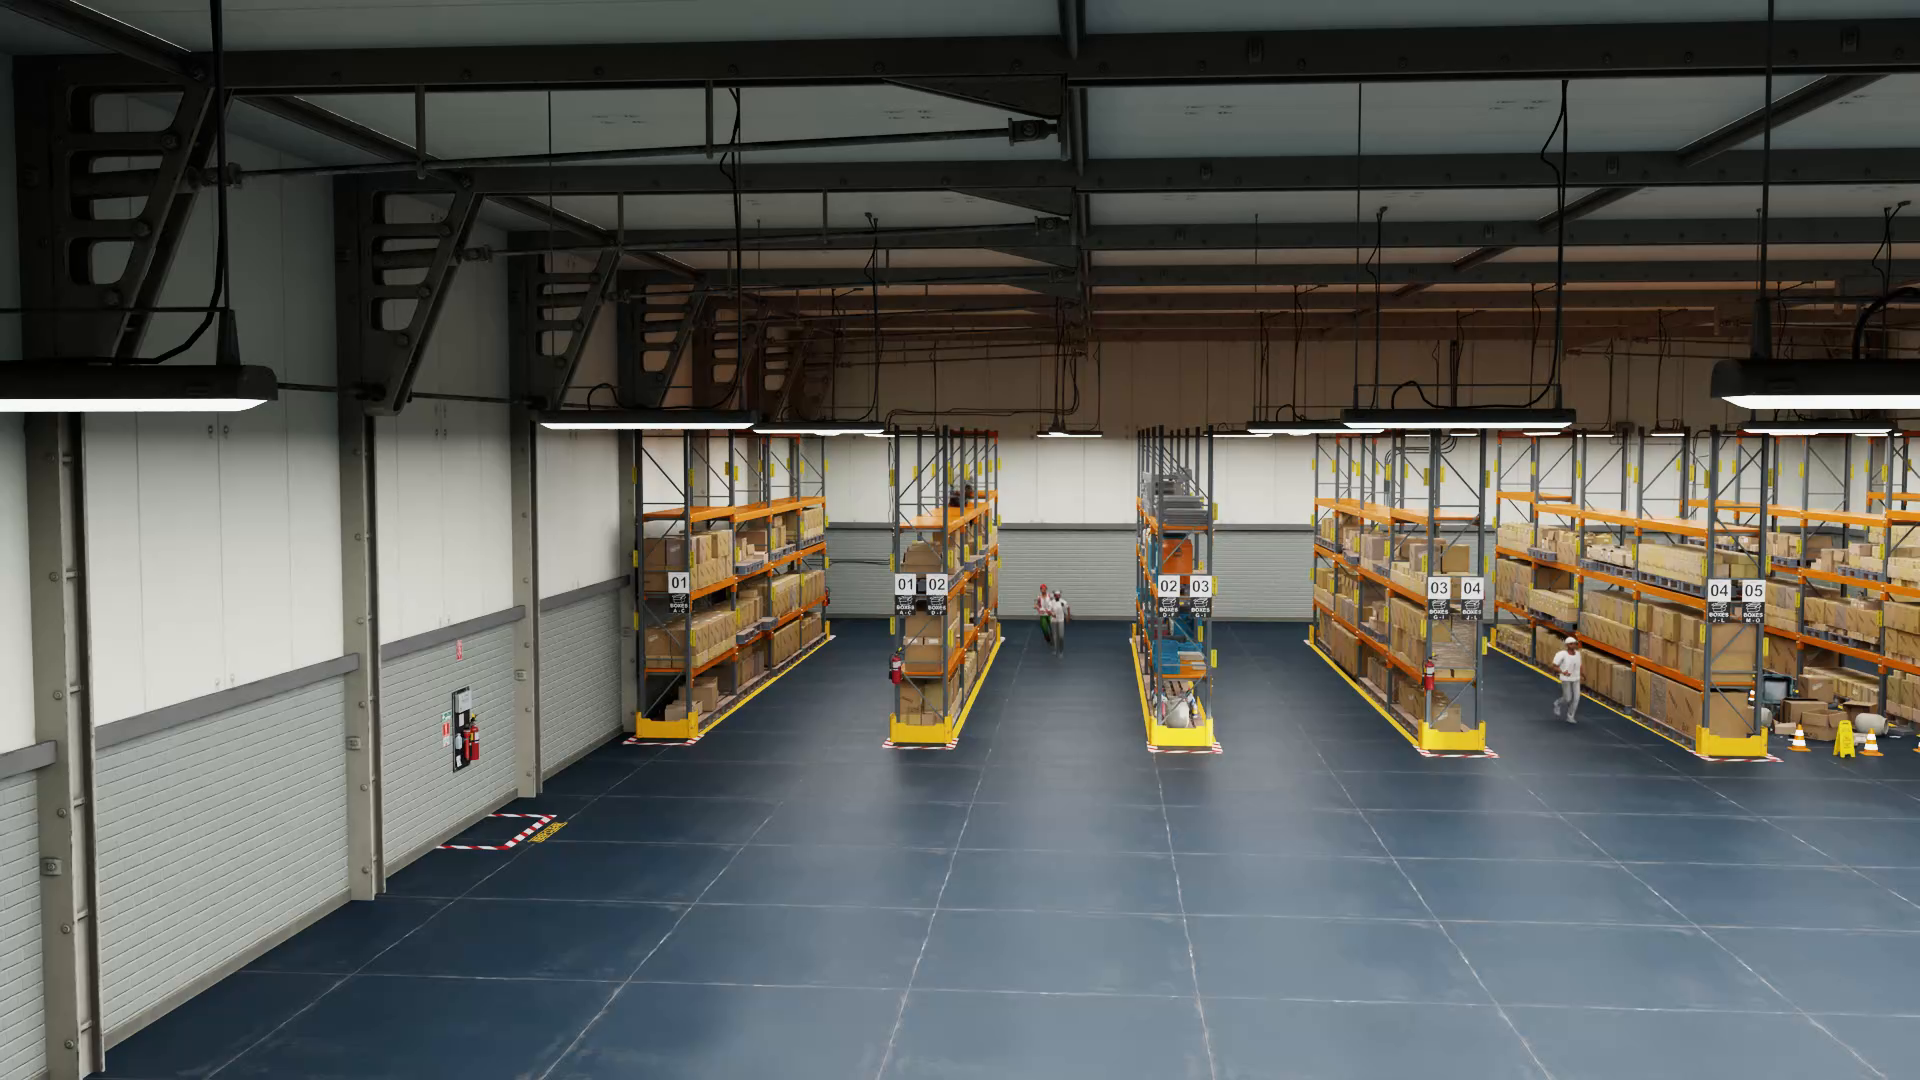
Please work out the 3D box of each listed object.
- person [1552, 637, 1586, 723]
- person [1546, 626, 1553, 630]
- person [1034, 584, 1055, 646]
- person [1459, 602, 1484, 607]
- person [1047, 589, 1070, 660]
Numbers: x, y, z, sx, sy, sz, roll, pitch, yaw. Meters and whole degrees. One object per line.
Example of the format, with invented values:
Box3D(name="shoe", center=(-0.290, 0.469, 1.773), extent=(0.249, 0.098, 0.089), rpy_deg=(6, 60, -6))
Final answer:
Box3D(name="person", center=(12.357, 2.828, 33.760), extent=(0.704, 1.725, 0.668), rpy_deg=(-1, 4, -12))
Box3D(name="person", center=(16.967, 2.017, 47.237), extent=(0.826, 1.735, 0.715), rpy_deg=(0, 3, -6))
Box3D(name="person", center=(2.376, 2.088, 46.071), extent=(0.666, 1.725, 0.576), rpy_deg=(0, 3, 6))
Box3D(name="person", center=(14.437, 2.066, 47.059), extent=(0.714, 1.665, 0.765), rpy_deg=(3, 4, 38))
Box3D(name="person", center=(2.477, 2.118, 41.849), extent=(0.590, 1.786, 0.686), rpy_deg=(0, 3, 2))
